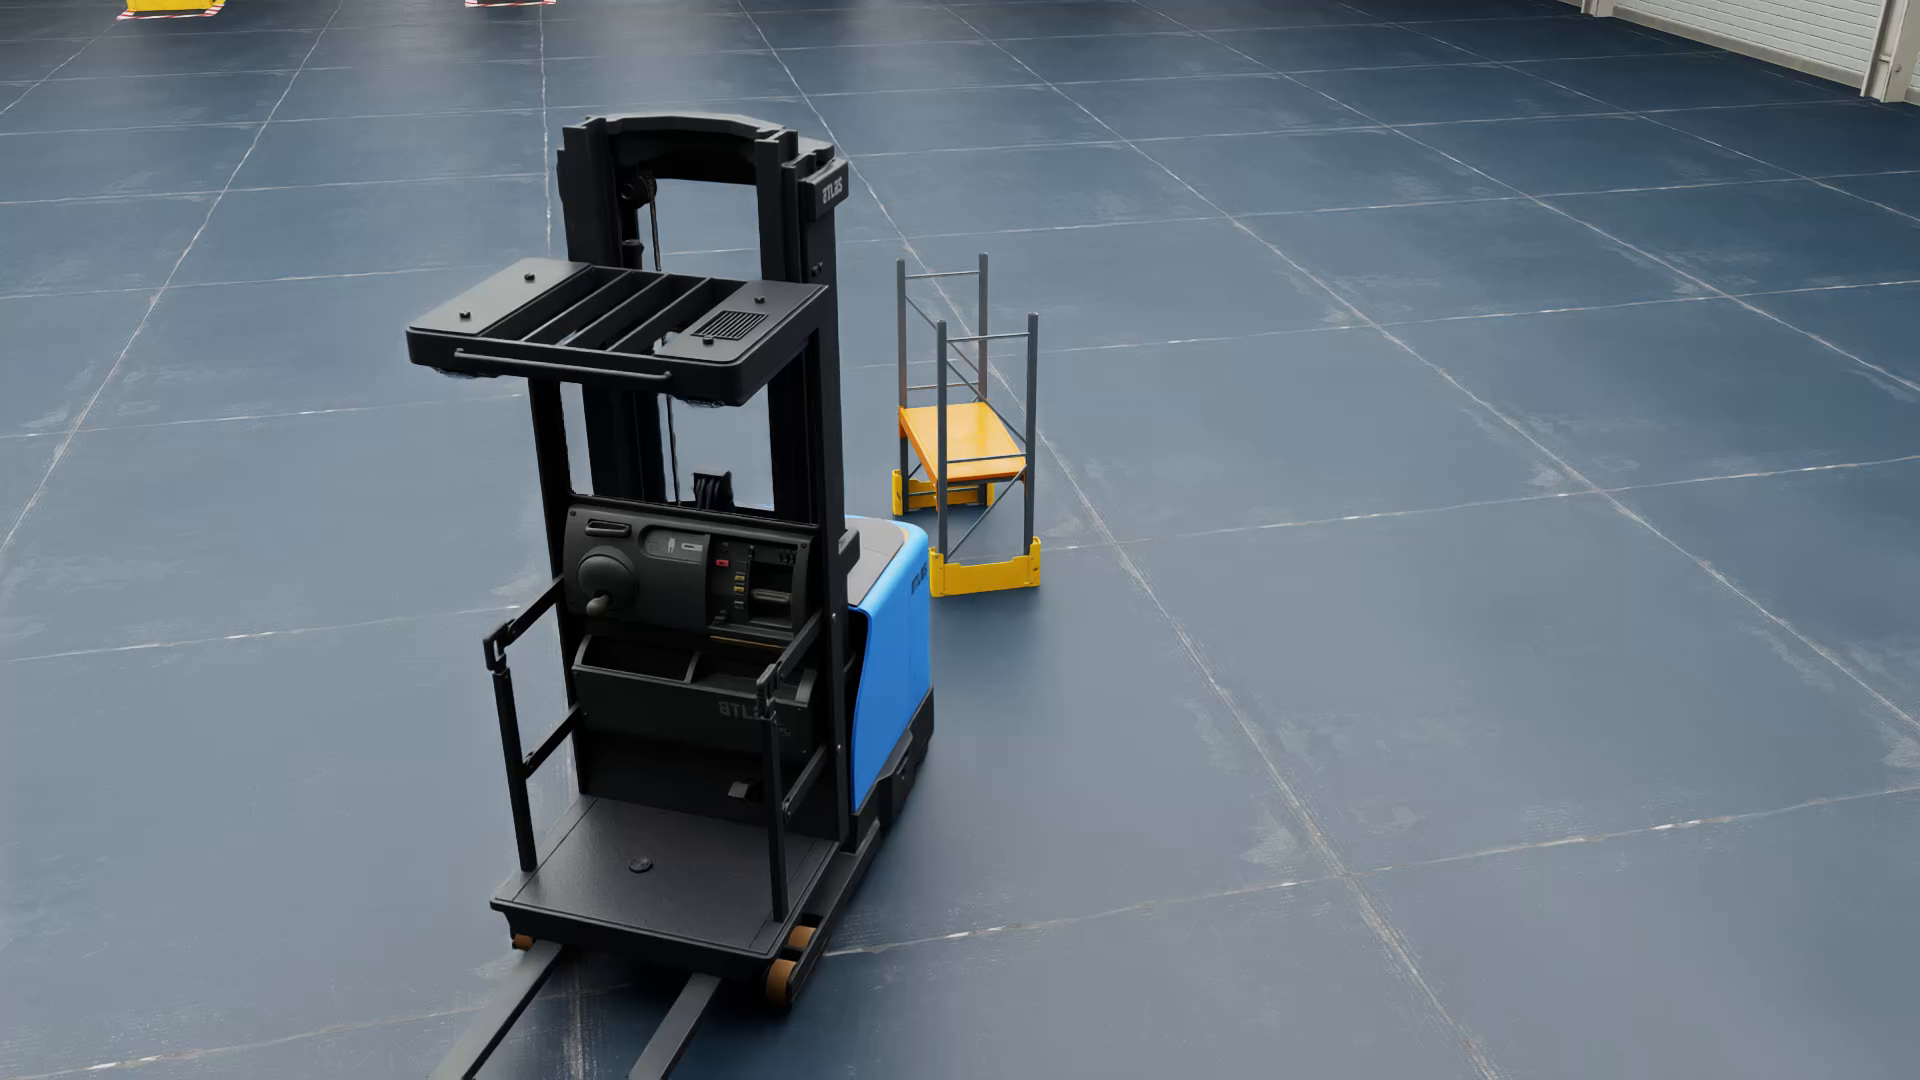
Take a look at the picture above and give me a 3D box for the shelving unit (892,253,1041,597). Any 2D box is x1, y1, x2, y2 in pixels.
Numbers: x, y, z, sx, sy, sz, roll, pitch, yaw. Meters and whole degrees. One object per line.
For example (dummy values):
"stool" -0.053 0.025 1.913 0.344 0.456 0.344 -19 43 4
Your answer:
"shelving unit" 0.017 -0.636 8.846 0.587 1.500 1.083 -6 27 -12

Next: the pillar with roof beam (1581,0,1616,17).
"pillar with roof beam" 5.288 -11.401 21.851 9.100 9.000 0.400 -6 27 -12

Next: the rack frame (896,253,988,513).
"rack frame" -0.095 -0.855 9.280 0.500 1.500 0.032 -6 27 -12

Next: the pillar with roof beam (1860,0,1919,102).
"pillar with roof beam" 6.640 -8.767 16.632 9.100 9.000 0.400 -6 27 -12

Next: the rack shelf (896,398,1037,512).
"rack shelf" 0.019 -0.472 8.919 0.538 0.185 1.000 -6 27 -12

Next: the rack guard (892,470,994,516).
"rack guard" -0.095 -0.297 9.561 0.587 0.250 0.087 -6 27 -12

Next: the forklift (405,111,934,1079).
"forklift" -1.026 0.159 5.683 1.130 2.935 3.031 8 28 15

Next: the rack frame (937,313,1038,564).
"rack frame" 0.134 -0.409 8.396 0.500 1.500 0.032 -6 27 -12

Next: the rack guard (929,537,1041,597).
"rack guard" 0.129 0.141 8.694 0.587 0.250 0.087 -6 27 -12

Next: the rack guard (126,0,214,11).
"rack guard" -11.970 -8.294 25.128 1.175 0.500 0.348 -6 27 -12
